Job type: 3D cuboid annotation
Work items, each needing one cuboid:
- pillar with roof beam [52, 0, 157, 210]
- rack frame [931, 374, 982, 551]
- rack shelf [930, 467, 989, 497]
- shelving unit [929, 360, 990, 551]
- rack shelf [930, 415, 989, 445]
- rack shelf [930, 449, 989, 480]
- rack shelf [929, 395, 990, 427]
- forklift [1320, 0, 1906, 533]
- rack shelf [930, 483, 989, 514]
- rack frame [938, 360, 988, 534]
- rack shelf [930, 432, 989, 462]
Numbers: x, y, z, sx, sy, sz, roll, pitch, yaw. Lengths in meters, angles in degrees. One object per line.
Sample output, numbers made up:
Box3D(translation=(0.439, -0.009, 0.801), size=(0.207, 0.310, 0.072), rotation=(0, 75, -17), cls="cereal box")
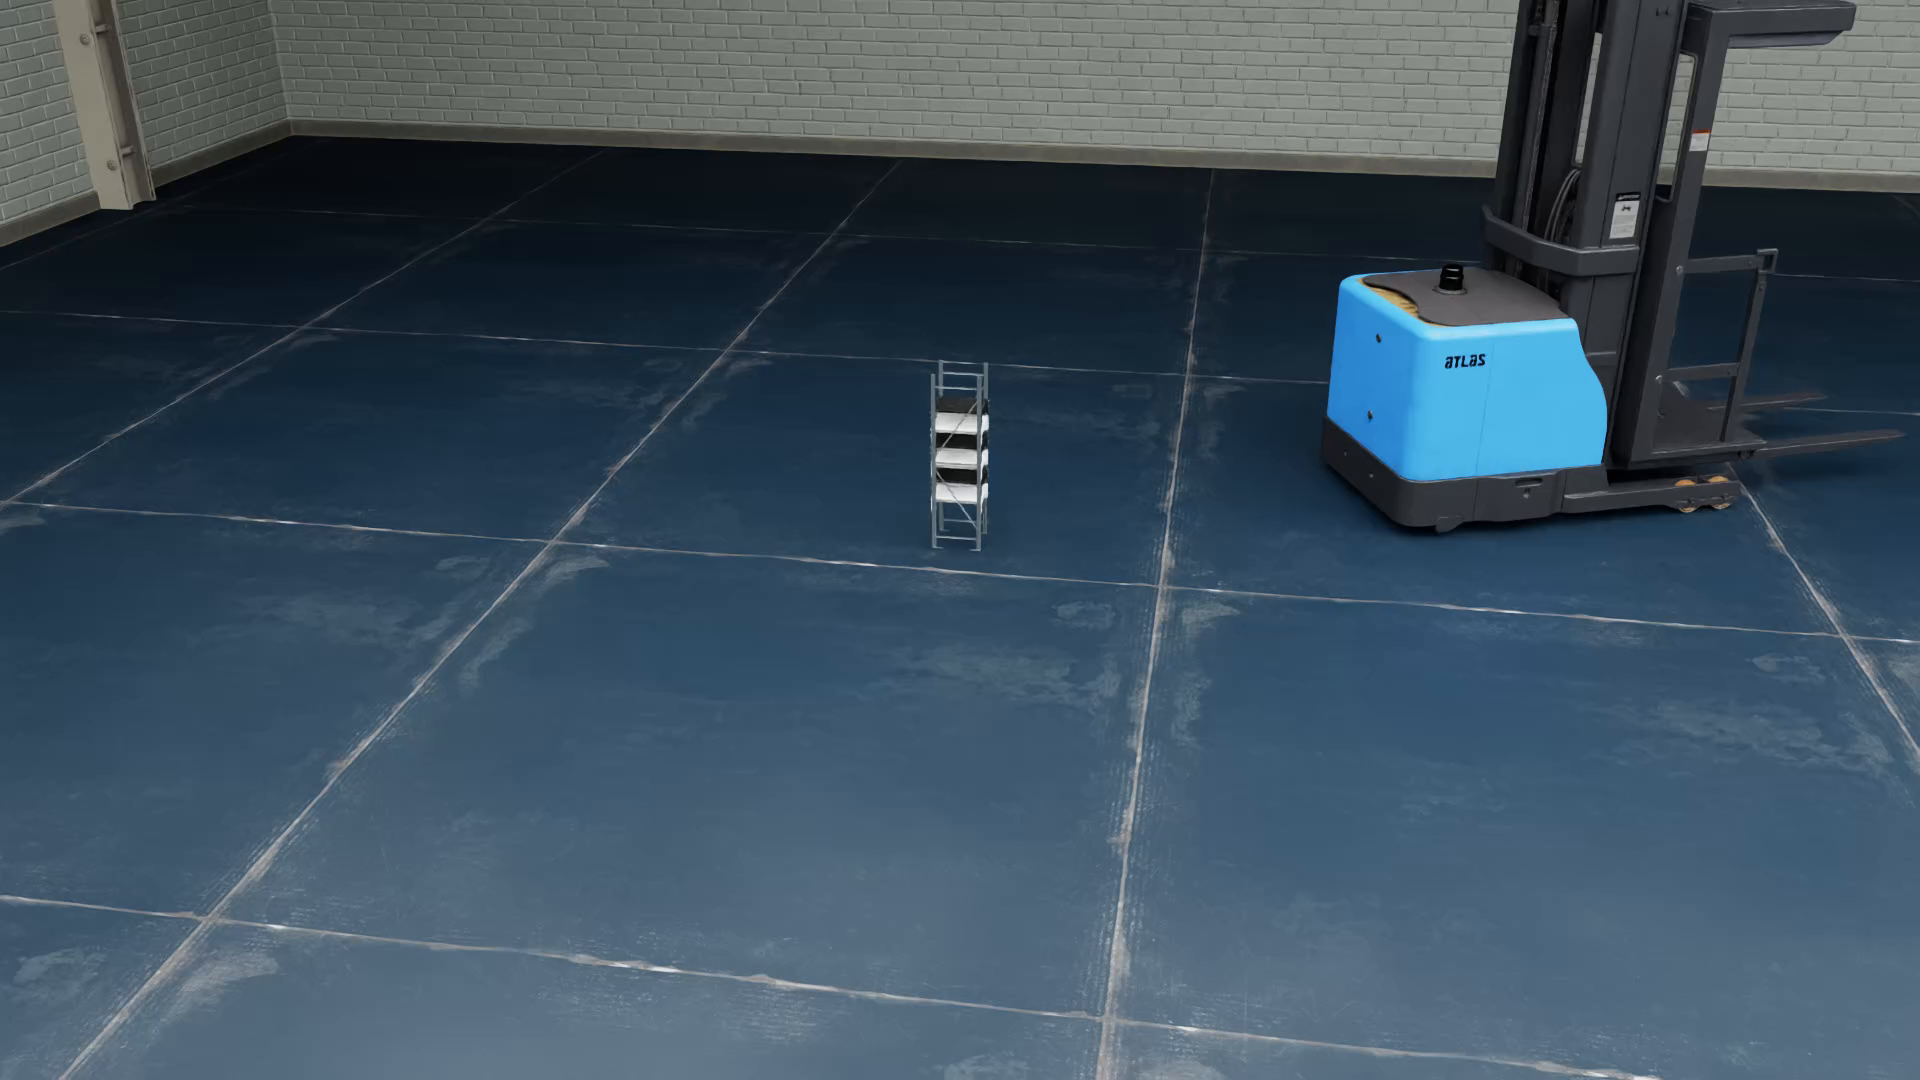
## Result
Box3D(translation=(-3.024, -6.714, 11.980), size=(9.100, 9.000, 0.400), rotation=(4, 25, 9), cls="pillar with roof beam")
Box3D(translation=(-0.018, -0.362, 7.961), size=(0.240, 0.900, 0.006), rotation=(4, 25, 9), cls="rack frame")
Box3D(translation=(-0.001, -0.292, 8.104), size=(0.258, 0.077, 0.200), rotation=(4, 25, 9), cls="rack shelf")
Box3D(translation=(-0.001, -0.404, 8.052), size=(0.258, 0.900, 0.210), rotation=(4, 25, 9), cls="shelving unit")
Box3D(translation=(-0.001, -0.537, 7.990), size=(0.258, 0.077, 0.200), rotation=(4, 25, 9), cls="rack shelf")
Box3D(translation=(-0.001, -0.374, 8.066), size=(0.258, 0.077, 0.200), rotation=(4, 25, 9), cls="rack shelf")
Box3D(translation=(-0.001, -0.619, 7.952), size=(0.258, 0.077, 0.200), rotation=(4, 25, 9), cls="rack shelf")
Box3D(translation=(3.534, -1.681, 8.383), size=(3.031, 2.935, 1.130), rotation=(-6, 26, -12), cls="forklift")
Box3D(translation=(-0.001, -0.211, 8.142), size=(0.258, 0.077, 0.200), rotation=(4, 25, 9), cls="rack shelf")
Box3D(translation=(0.015, -0.447, 8.143), size=(0.240, 0.900, 0.006), rotation=(4, 25, 9), cls="rack frame")
Box3D(translation=(-0.001, -0.455, 8.028), size=(0.258, 0.077, 0.200), rotation=(4, 25, 9), cls="rack shelf")
